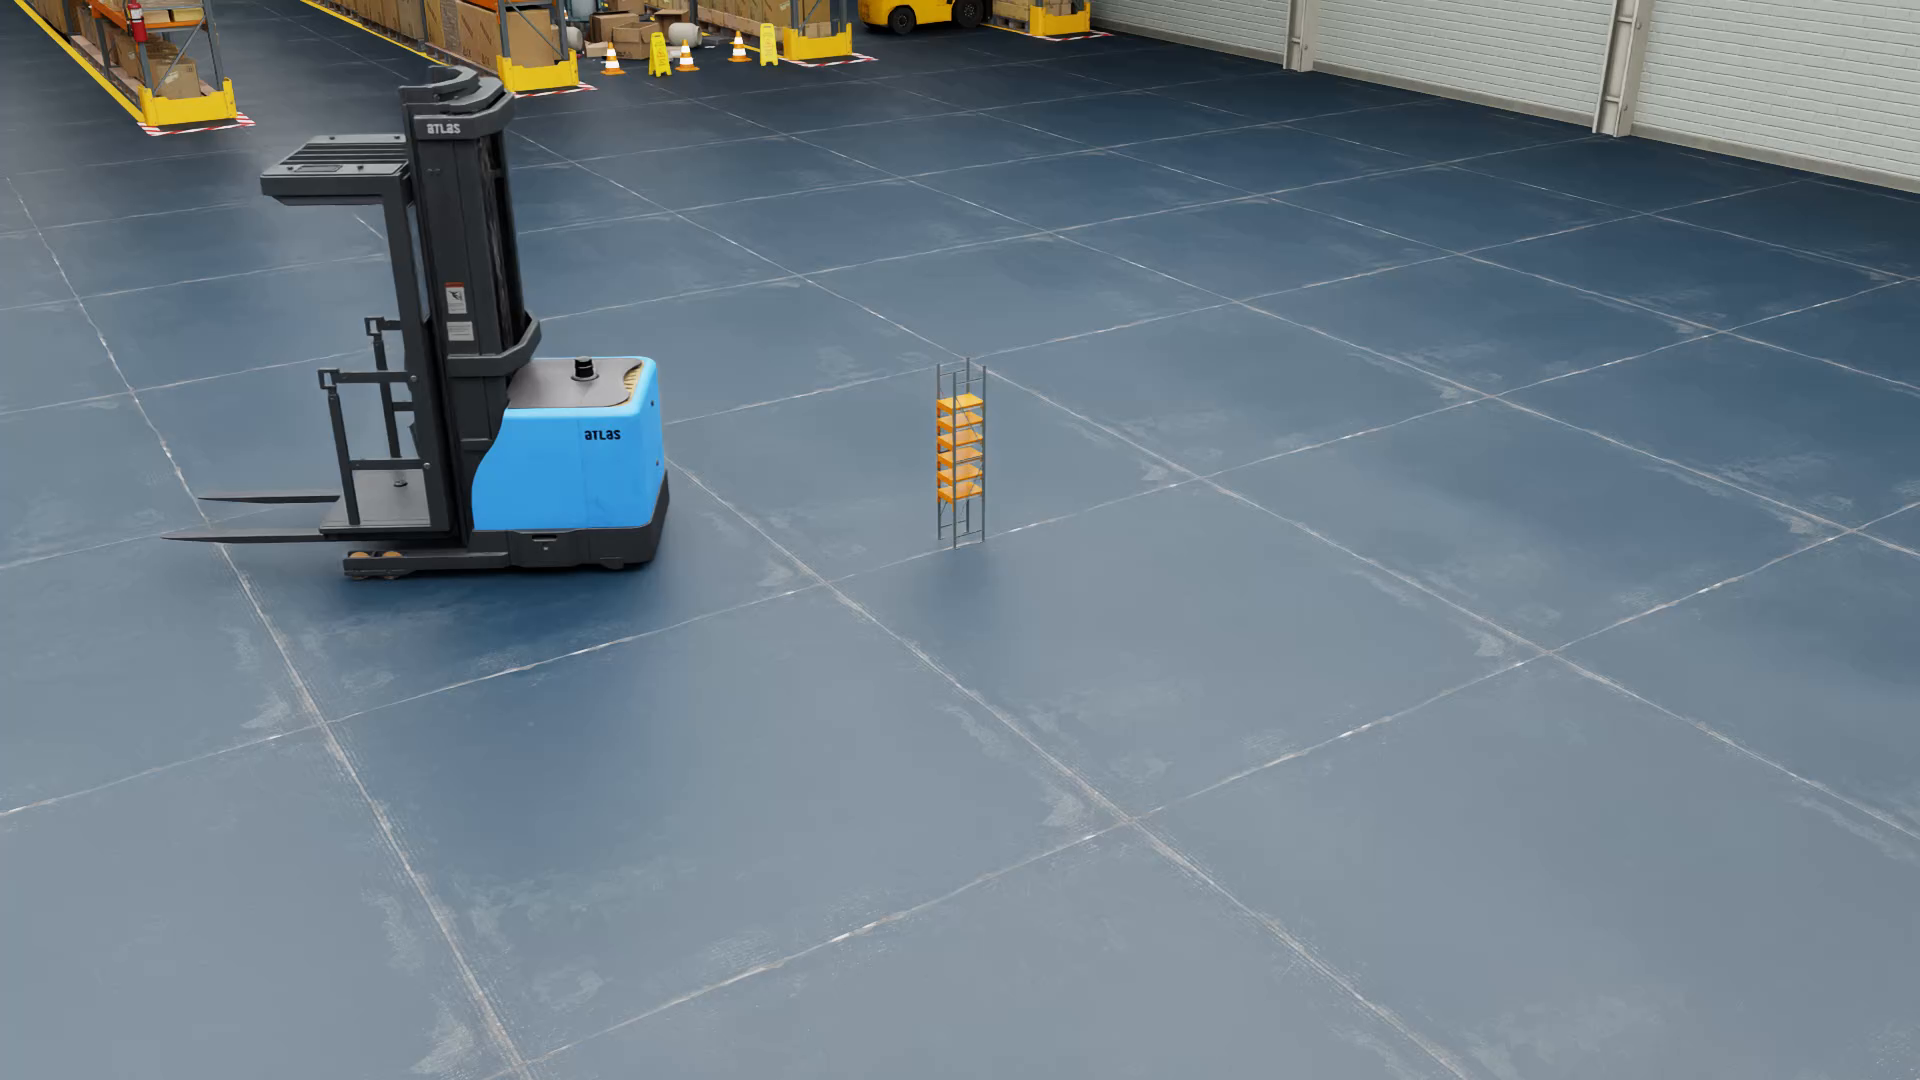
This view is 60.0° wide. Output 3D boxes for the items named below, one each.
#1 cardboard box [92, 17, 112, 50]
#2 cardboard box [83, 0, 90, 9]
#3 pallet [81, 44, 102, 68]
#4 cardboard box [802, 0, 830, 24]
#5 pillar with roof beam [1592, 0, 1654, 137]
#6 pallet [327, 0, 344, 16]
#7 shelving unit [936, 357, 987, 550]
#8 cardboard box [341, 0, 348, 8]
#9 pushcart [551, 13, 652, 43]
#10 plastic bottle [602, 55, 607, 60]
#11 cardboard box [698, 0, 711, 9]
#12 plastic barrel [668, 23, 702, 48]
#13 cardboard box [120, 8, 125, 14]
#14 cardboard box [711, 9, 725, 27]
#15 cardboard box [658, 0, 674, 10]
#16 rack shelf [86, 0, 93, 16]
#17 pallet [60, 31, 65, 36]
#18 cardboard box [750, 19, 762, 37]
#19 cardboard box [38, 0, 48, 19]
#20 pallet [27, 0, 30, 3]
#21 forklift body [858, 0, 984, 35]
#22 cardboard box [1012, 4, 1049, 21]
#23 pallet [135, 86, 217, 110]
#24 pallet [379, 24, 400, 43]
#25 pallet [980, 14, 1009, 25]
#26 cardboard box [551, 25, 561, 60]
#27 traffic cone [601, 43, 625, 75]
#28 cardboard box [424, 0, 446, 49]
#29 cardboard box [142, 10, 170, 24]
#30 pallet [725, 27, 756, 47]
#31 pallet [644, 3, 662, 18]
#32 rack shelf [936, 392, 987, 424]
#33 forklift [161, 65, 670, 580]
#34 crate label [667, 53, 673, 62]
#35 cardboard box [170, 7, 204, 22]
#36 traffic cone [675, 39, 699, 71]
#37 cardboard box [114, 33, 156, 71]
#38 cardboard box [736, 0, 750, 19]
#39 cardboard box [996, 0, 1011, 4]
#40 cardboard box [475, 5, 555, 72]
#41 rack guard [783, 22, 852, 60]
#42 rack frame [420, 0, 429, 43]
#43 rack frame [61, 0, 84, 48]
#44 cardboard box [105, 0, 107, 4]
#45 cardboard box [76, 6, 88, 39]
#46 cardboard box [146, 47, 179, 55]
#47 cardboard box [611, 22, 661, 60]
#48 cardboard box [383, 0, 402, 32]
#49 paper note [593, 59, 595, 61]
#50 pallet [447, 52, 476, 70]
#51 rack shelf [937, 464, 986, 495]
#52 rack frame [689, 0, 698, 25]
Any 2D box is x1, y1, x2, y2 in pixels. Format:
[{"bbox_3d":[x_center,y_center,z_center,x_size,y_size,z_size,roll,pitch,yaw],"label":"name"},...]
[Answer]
[{"bbox_3d":[-13.700,-8.275,27.177,0.700,0.500,0.500,-18,31,-34],"label":"cardboard box"},{"bbox_3d":[-14.625,-9.212,28.285,0.500,0.250,0.500,-14,29,-28],"label":"cardboard box"},{"bbox_3d":[-13.929,-8.060,27.577,1.003,0.211,1.213,-16,29,-30],"label":"pallet"},{"bbox_3d":[-2.568,-9.132,28.431,0.500,0.500,0.500,-17,30,-31],"label":"cardboard box"},{"bbox_3d":[5.130,-8.520,18.257,9.100,9.000,0.400,-16,29,-30],"label":"pillar with roof beam"},{"bbox_3d":[-11.892,-10.612,32.981,1.003,0.211,1.213,-16,29,-30],"label":"pallet"},{"bbox_3d":[0.008,-0.537,10.483,0.258,1.200,0.189,-16,29,-30],"label":"shelving unit"},{"bbox_3d":[-11.664,-10.577,32.079,0.500,0.500,0.500,-14,29,-28],"label":"cardboard box"},{"bbox_3d":[-6.412,-9.181,29.756,0.936,0.377,1.648,18,31,33],"label":"pushcart"},{"bbox_3d":[-5.879,-8.057,27.745,0.283,0.061,0.133,18,31,33],"label":"plastic bottle"},{"bbox_3d":[-4.433,-9.928,30.116,0.500,0.500,0.500,-14,29,-27],"label":"cardboard box"},{"bbox_3d":[-4.742,-8.706,28.696,0.512,0.421,0.421,3,25,6],"label":"plastic barrel"},{"bbox_3d":[-11.673,-7.559,23.543,0.380,0.149,0.250,-16,29,-30],"label":"cardboard box"},{"bbox_3d":[-4.133,-9.400,29.878,0.500,0.250,0.500,-14,29,-27],"label":"cardboard box"},{"bbox_3d":[-5.213,-10.361,31.770,0.950,0.372,0.625,-14,28,-26],"label":"cardboard box"},{"bbox_3d":[-13.924,-8.996,27.136,1.077,0.370,4.000,-16,29,-30],"label":"rack shelf"},{"bbox_3d":[-16.045,-9.512,30.651,1.003,0.211,1.213,-16,29,-30],"label":"pallet"},{"bbox_3d":[-3.289,-8.845,28.702,0.500,0.250,0.500,-15,29,-29],"label":"cardboard box"},{"bbox_3d":[-16.345,-10.153,30.741,1.225,0.875,0.875,-17,30,-31],"label":"cardboard box"},{"bbox_3d":[-18.881,-11.370,34.587,1.003,0.211,1.213,-16,29,-30],"label":"pallet"},{"bbox_3d":[-0.753,-10.513,30.499,2.313,2.155,1.214,-16,29,-30],"label":"forklift body"},{"bbox_3d":[1.290,-9.684,30.479,0.500,0.250,0.500,-15,29,-29],"label":"cardboard box"},{"bbox_3d":[-11.104,-6.241,23.722,1.003,0.211,1.213,-16,29,-30],"label":"pallet"},{"bbox_3d":[-9.776,-9.160,29.907,1.003,0.211,1.213,-16,29,-30],"label":"pallet"},{"bbox_3d":[0.697,-10.082,31.859,1.003,0.211,1.213,-16,29,-30],"label":"pallet"},{"bbox_3d":[-6.914,-8.281,27.703,0.500,0.500,0.500,-10,27,-21],"label":"cardboard box"},{"bbox_3d":[-5.538,-7.669,26.453,0.336,0.463,0.334,-16,29,-30],"label":"traffic cone"},{"bbox_3d":[-8.337,-8.714,27.692,0.875,0.875,0.875,-15,29,-29],"label":"cardboard box"},{"bbox_3d":[-10.977,-7.116,22.604,0.380,0.149,0.250,-16,29,-30],"label":"cardboard box"},{"bbox_3d":[-3.463,-8.986,29.538,1.003,0.211,1.213,-16,29,-30],"label":"pallet"},{"bbox_3d":[-5.626,-10.370,32.469,1.003,0.211,1.213,-16,29,-30],"label":"pallet"},{"bbox_3d":[0.008,-0.823,10.348,0.258,0.103,0.180,-16,29,-30],"label":"rack shelf"},{"bbox_3d":[-3.438,-1.313,10.098,3.031,2.935,1.130,-1,25,-3],"label":"forklift"},{"bbox_3d":[-4.887,-7.930,27.388,0.298,0.136,0.250,12,28,24],"label":"crate label"},{"bbox_3d":[-10.605,-7.220,22.824,0.380,0.149,0.250,-16,29,-30],"label":"cardboard box"},{"bbox_3d":[-4.406,-7.811,26.754,0.336,0.463,0.334,-16,29,-30],"label":"traffic cone"},{"bbox_3d":[-12.648,-7.514,25.588,0.500,0.500,0.500,-17,30,-31],"label":"cardboard box"},{"bbox_3d":[-3.559,-9.365,28.924,0.500,0.500,0.500,-16,30,-31],"label":"cardboard box"},{"bbox_3d":[1.019,-10.099,30.772,0.500,0.250,0.500,-16,30,-30],"label":"cardboard box"},{"bbox_3d":[-6.863,-7.752,25.654,0.875,0.875,0.875,-15,29,-29],"label":"cardboard box"},{"bbox_3d":[-2.387,-8.382,27.920,1.175,0.500,0.348,-16,29,-30],"label":"rack guard"},{"bbox_3d":[-8.622,-9.726,27.839,1.000,3.000,0.127,-16,29,-30],"label":"rack frame"},{"bbox_3d":[-15.016,-10.037,28.498,1.000,3.000,0.127,-16,29,-30],"label":"rack frame"},{"bbox_3d":[-12.264,-7.904,24.275,0.380,0.149,0.250,-16,29,-30],"label":"cardboard box"},{"bbox_3d":[-14.633,-8.871,28.440,0.700,0.500,0.500,-17,30,-32],"label":"cardboard box"},{"bbox_3d":[-11.657,-6.897,24.282,0.500,0.500,0.500,-13,28,-25],"label":"cardboard box"},{"bbox_3d":[-5.426,-8.395,27.943,0.637,0.503,0.797,7,26,15],"label":"cardboard box"},{"bbox_3d":[-9.559,-9.446,29.389,1.050,0.750,0.750,-16,29,-30],"label":"cardboard box"},{"bbox_3d":[-6.086,-7.980,27.641,0.032,0.001,0.123,-1,25,-3],"label":"paper note"},{"bbox_3d":[-7.602,-7.738,26.894,1.003,0.211,1.213,-16,29,-30],"label":"pallet"},{"bbox_3d":[0.008,-0.389,10.553,0.258,0.103,0.180,-16,29,-30],"label":"rack shelf"},{"bbox_3d":[-4.529,-10.916,30.359,1.000,3.000,0.127,-16,29,-30],"label":"rack frame"}]
